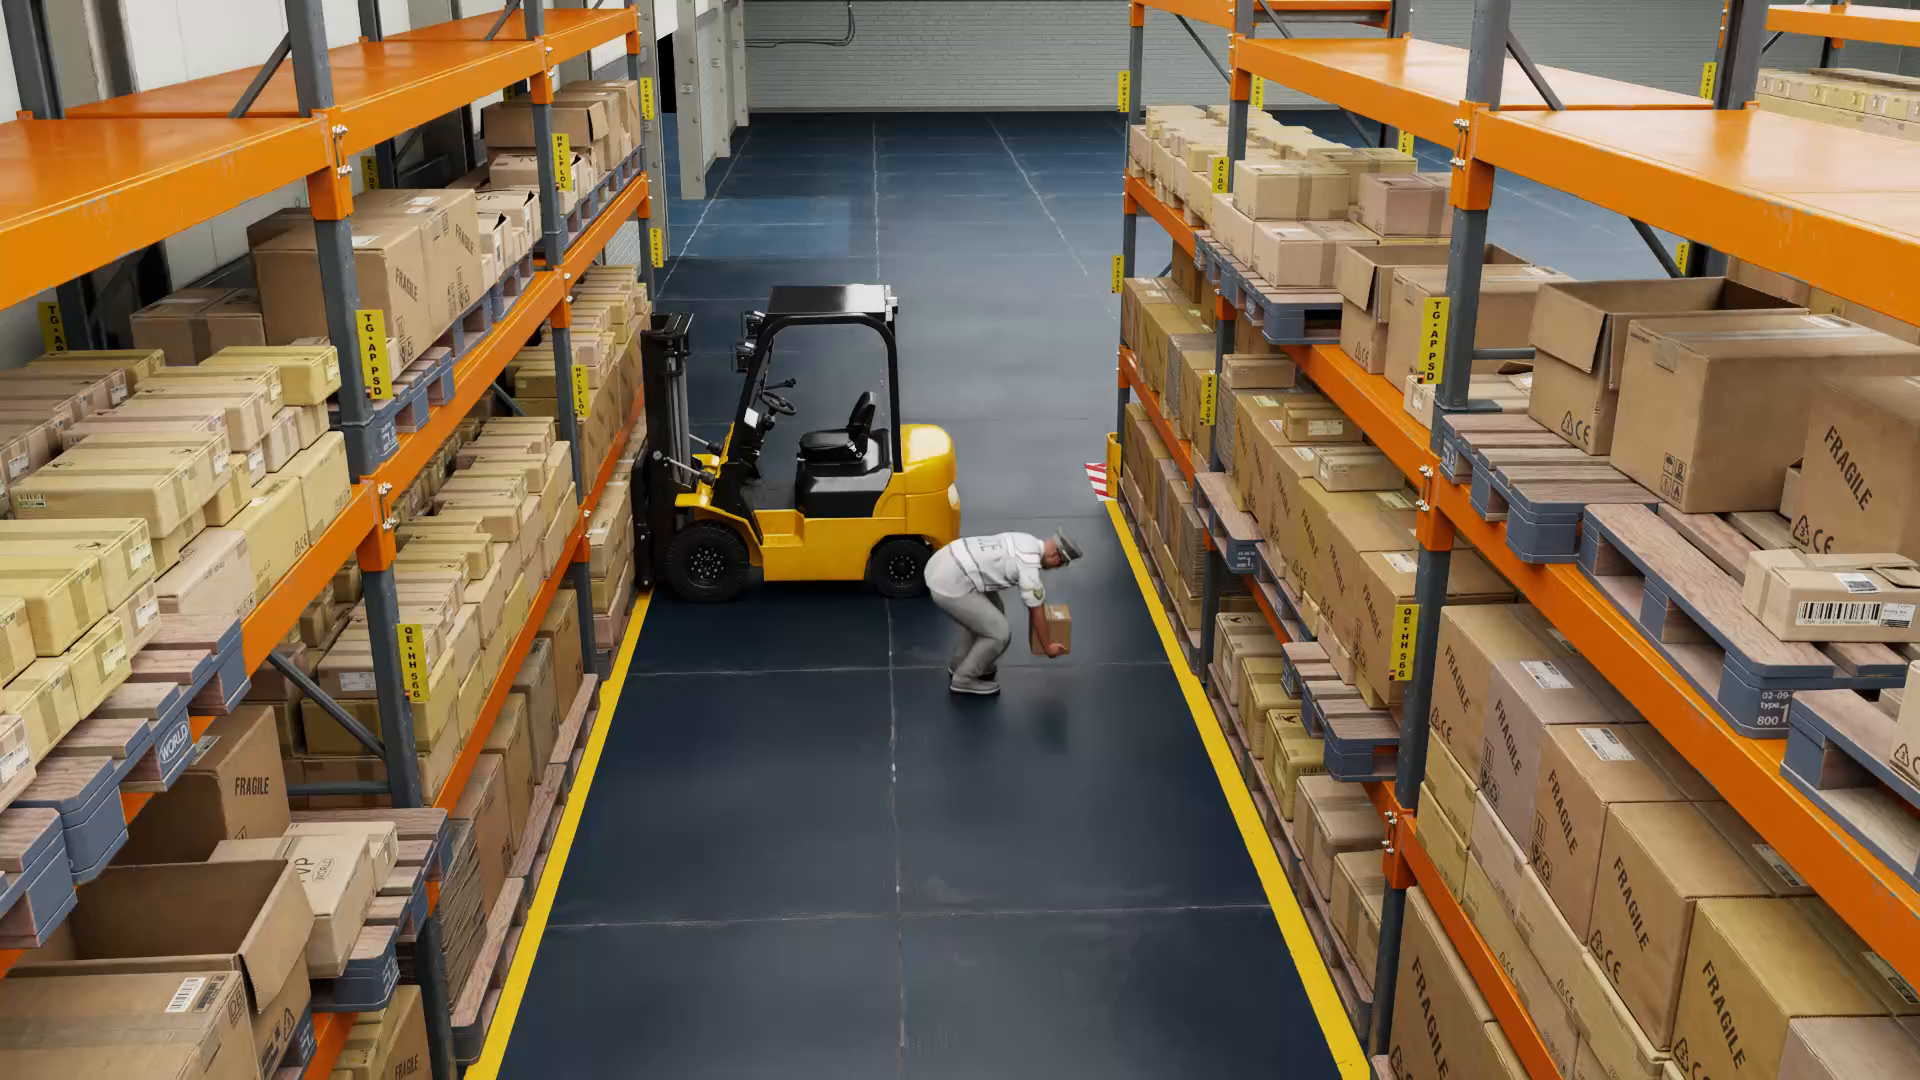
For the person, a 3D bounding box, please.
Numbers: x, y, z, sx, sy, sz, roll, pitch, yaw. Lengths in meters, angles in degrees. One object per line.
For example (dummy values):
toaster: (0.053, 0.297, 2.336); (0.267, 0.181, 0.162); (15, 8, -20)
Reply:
person: (0.286, 0.442, 10.868); (1.031, 1.063, 0.540); (-2, 20, -6)
